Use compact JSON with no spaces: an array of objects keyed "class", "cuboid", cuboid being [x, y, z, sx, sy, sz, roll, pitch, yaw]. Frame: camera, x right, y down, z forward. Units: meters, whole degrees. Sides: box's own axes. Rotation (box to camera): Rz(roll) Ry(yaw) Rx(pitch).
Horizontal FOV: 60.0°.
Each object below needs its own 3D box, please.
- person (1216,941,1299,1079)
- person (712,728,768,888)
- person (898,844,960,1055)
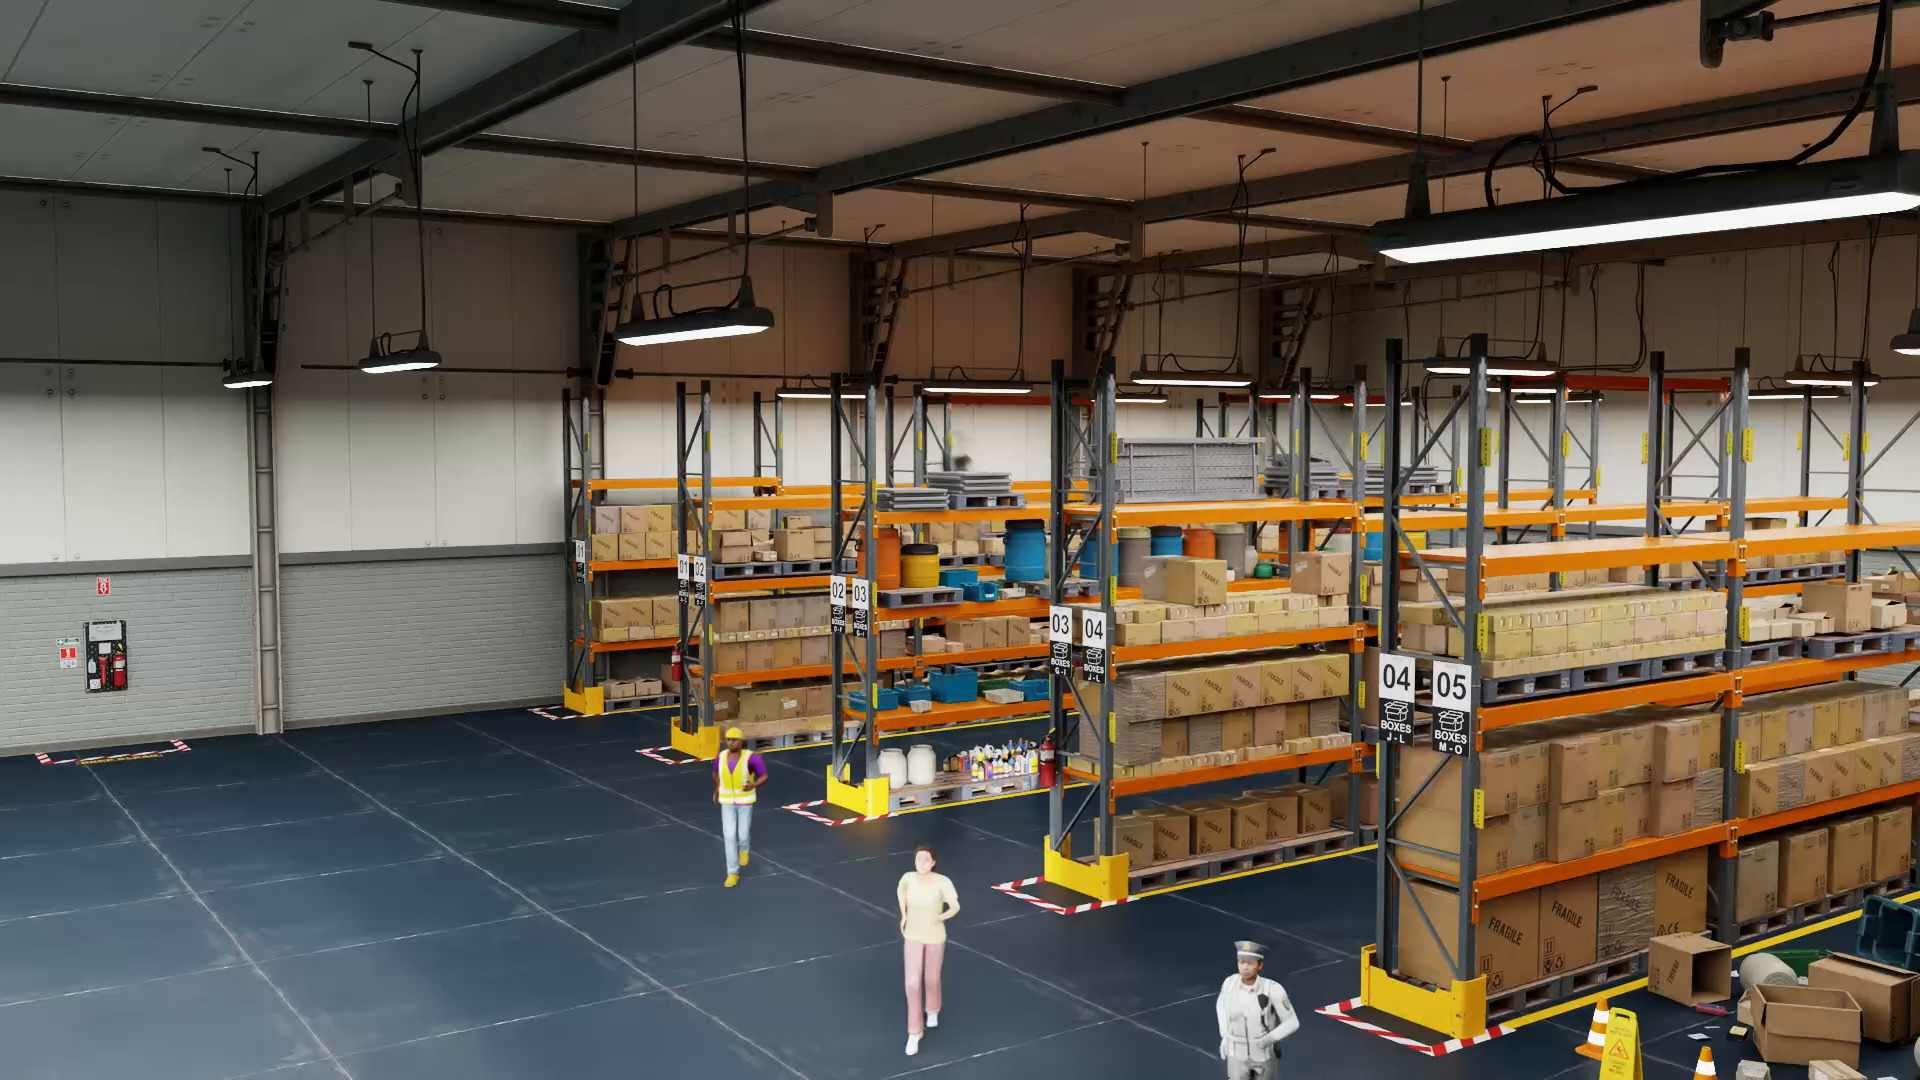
[{"class":"person","cuboid":[2.039,3.583,11.487,0.603,1.710,0.860,1,4,19]},{"class":"person","cuboid":[-2.561,3.048,19.265,0.686,1.774,0.895,0,4,3]},{"class":"person","cuboid":[-0.274,3.423,14.159,0.564,1.716,0.775,0,4,5]}]
